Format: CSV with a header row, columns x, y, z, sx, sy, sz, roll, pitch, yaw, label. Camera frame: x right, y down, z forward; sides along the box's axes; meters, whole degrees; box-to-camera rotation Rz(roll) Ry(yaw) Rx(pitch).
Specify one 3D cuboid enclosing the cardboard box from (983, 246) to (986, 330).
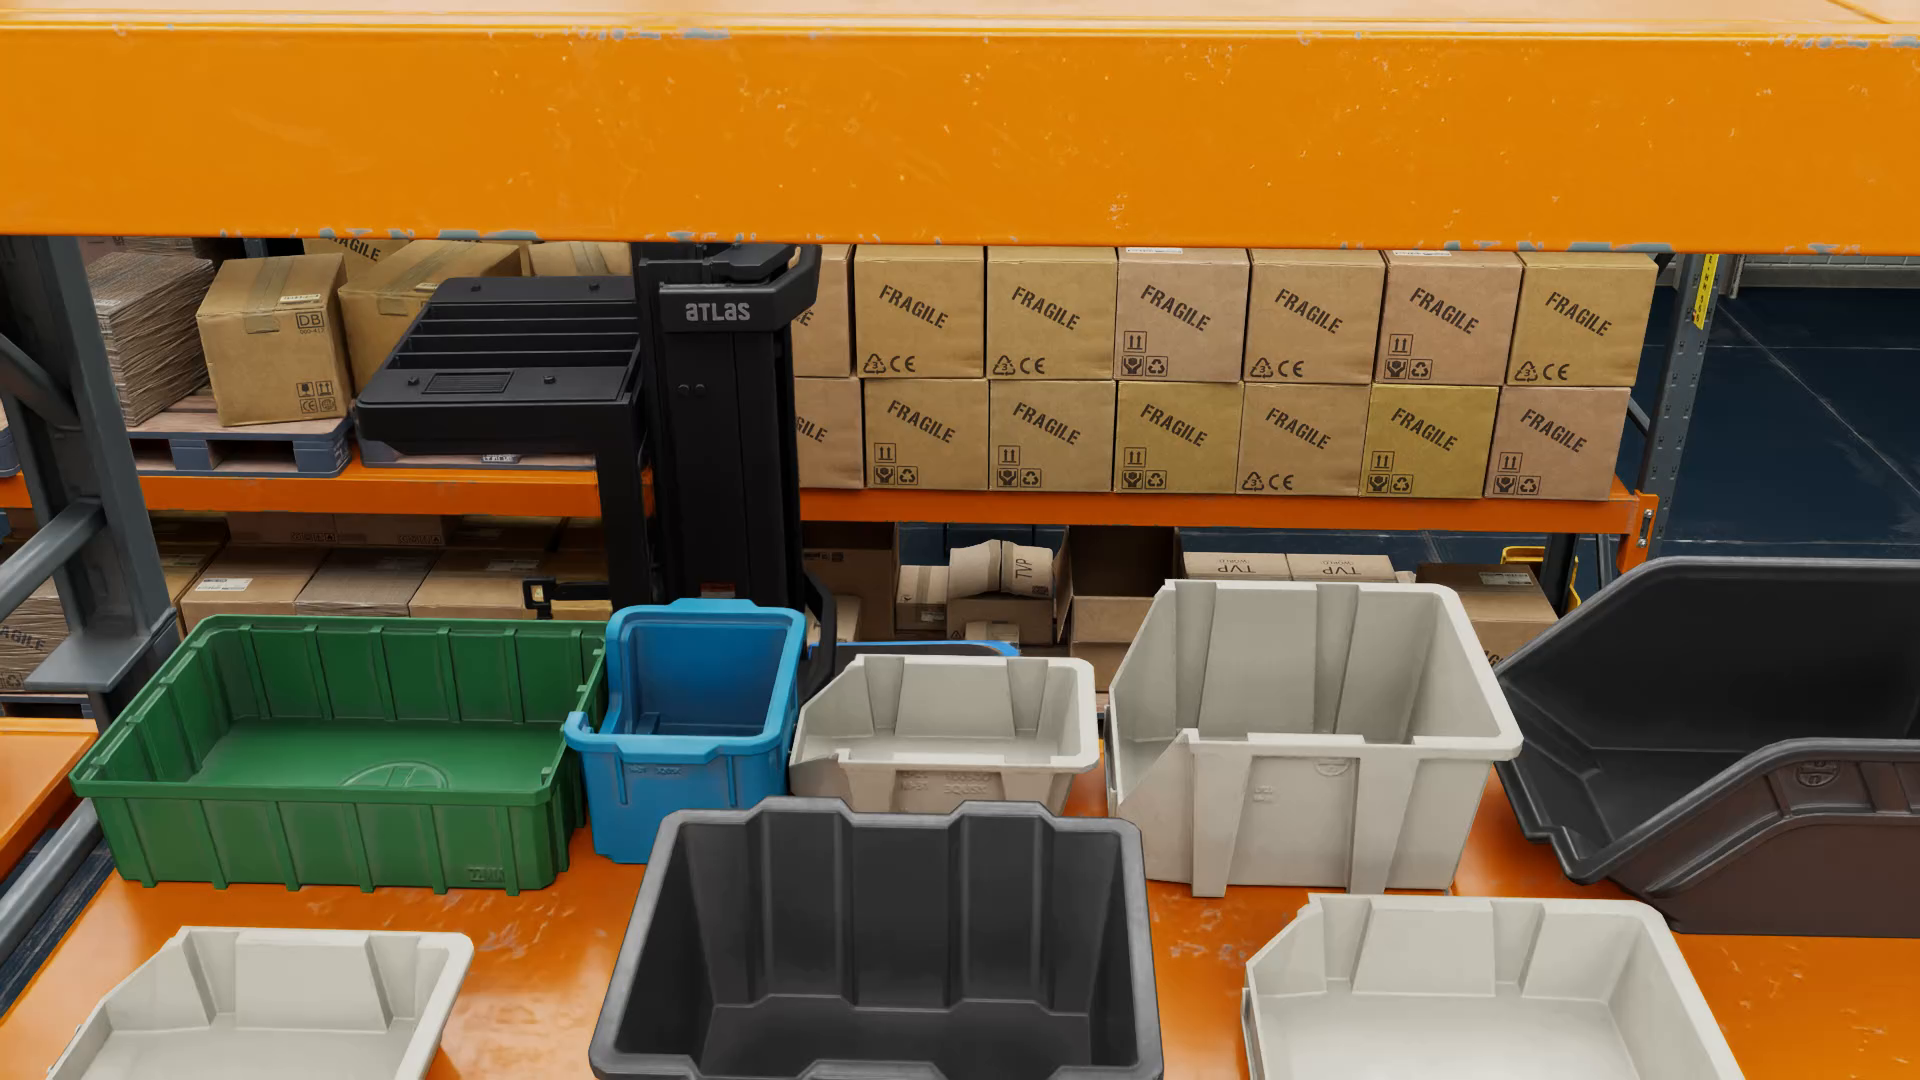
x,y,z,sx,sy,sz,roll,pitch,yaw,label
-0.107,-1.232,7.198,0.500,0.500,0.500,0,28,1,cardboard box

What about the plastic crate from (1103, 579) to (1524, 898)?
x,y,z,sx,sy,sz,roll,pitch,yaw,label
0.481,0.290,2.425,0.530,0.282,0.437,1,28,2,plastic crate

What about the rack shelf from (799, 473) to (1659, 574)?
x,y,z,sx,sy,sz,roll,pitch,yaw,label
0.865,-0.290,7.362,4.000,0.370,1.077,1,28,2,rack shelf

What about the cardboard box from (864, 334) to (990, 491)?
x,y,z,sx,sy,sz,roll,pitch,yaw,label
-0.122,-0.542,6.963,0.500,0.500,0.500,1,28,3,cardboard box

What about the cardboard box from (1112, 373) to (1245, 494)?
x,y,z,sx,sy,sz,roll,pitch,yaw,label
0.886,-0.525,6.931,0.500,0.500,0.500,1,28,1,cardboard box

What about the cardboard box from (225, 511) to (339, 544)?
x,y,z,sx,sy,sz,roll,pitch,yaw,label
-3.109,-0.209,7.840,0.500,0.250,0.500,0,28,1,cardboard box

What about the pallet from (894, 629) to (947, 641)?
x,y,z,sx,sy,sz,roll,pitch,yaw,label
-0.447,0.603,7.887,1.213,0.211,1.003,1,28,2,pallet

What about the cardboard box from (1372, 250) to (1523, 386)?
x,y,z,sx,sy,sz,roll,pitch,yaw,label
1.904,-0.947,6.660,0.500,0.500,0.500,2,28,3,cardboard box

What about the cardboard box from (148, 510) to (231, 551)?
x,y,z,sx,sy,sz,roll,pitch,yaw,label
-3.671,0.117,8.025,0.500,0.500,0.500,0,28,0,cardboard box

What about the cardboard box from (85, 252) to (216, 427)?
x,y,z,sx,sy,sz,roll,pitch,yaw,label
-3.590,-0.875,7.142,0.500,0.500,0.700,6,29,11,cardboard box

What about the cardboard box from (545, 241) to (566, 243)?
x,y,z,sx,sy,sz,roll,pitch,yaw,label
-2.505,-2.159,11.966,0.750,0.750,0.750,2,28,3,cardboard box

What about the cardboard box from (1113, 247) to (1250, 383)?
x,y,z,sx,sy,sz,roll,pitch,yaw,label
0.873,-0.962,6.688,0.500,0.500,0.500,2,28,3,cardboard box

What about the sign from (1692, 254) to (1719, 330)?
x,y,z,sx,sy,sz,roll,pitch,yaw,label
2.824,-0.966,6.297,0.005,0.325,0.100,1,28,2,sign

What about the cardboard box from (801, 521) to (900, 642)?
x,y,z,sx,sy,sz,roll,pitch,yaw,label
-0.554,0.146,7.971,0.500,0.500,0.500,1,28,2,cardboard box

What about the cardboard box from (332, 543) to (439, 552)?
x,y,z,sx,sy,sz,roll,pitch,yaw,label
-2.641,0.132,7.998,0.500,0.500,0.500,1,28,2,cardboard box

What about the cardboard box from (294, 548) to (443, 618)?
x,y,z,sx,sy,sz,roll,pitch,yaw,label
-2.632,0.375,7.540,0.500,0.500,0.500,1,28,2,cardboard box

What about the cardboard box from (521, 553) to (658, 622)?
x,y,z,sx,sy,sz,roll,pitch,yaw,label
-1.637,0.395,7.501,0.500,0.500,0.500,1,28,2,cardboard box

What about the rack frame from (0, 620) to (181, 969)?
x,y,z,sx,sy,sz,roll,pitch,yaw,label
-1.312,1.678,2.883,0.127,3.000,1.000,1,28,2,rack frame

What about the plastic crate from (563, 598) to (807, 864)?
x,y,z,sx,sy,sz,roll,pitch,yaw,label
-0.391,0.292,2.473,0.300,0.233,0.416,1,28,2,plastic crate

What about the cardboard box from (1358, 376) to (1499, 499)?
x,y,z,sx,sy,sz,roll,pitch,yaw,label
1.888,-0.506,6.895,0.500,0.500,0.500,1,28,2,cardboard box

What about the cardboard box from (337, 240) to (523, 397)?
x,y,z,sx,sy,sz,roll,pitch,yaw,label
-2.289,-0.965,7.312,0.500,0.500,0.700,5,28,10,cardboard box

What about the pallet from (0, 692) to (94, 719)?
x,y,z,sx,sy,sz,roll,pitch,yaw,label
-4.386,0.555,7.977,1.213,0.211,1.003,1,28,2,pallet

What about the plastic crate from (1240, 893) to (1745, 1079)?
x,y,z,sx,sy,sz,roll,pitch,yaw,label
0.612,0.617,1.962,0.530,0.136,0.437,1,28,2,plastic crate

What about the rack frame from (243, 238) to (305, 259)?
x,y,z,sx,sy,sz,roll,pitch,yaw,label
-4.960,-3.026,11.755,0.127,3.000,1.000,1,28,2,rack frame

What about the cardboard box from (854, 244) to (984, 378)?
x,y,z,sx,sy,sz,roll,pitch,yaw,label
-0.157,-0.979,6.720,0.500,0.500,0.500,0,28,0,cardboard box

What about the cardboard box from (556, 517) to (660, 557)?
x,y,z,sx,sy,sz,roll,pitch,yaw,label
-1.608,0.147,7.969,0.500,0.500,0.500,0,28,-1,cardboard box

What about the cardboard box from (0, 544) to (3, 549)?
x,y,z,sx,sy,sz,roll,pitch,yaw,label
-4.686,0.344,7.597,0.500,0.500,0.500,2,28,4,cardboard box

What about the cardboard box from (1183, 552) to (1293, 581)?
x,y,z,sx,sy,sz,roll,pitch,yaw,label
1.331,0.287,7.971,0.500,0.250,0.500,1,28,2,cardboard box

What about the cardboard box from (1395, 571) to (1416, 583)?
x,y,z,sx,sy,sz,roll,pitch,yaw,label
2.208,0.311,8.016,0.250,0.166,0.380,1,28,2,cardboard box

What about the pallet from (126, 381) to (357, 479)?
x,y,z,sx,sy,sz,roll,pitch,yaw,label
-3.187,-0.592,7.369,1.213,0.211,1.003,1,28,2,pallet

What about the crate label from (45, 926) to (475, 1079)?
x,y,z,sx,sy,sz,roll,pitch,yaw,label
-0.833,0.612,1.971,0.466,0.136,0.293,1,28,2,crate label

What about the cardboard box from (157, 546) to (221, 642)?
x,y,z,sx,sy,sz,roll,pitch,yaw,label
-3.662,0.361,7.565,0.500,0.500,0.500,1,28,1,cardboard box

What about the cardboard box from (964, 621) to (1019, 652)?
x,y,z,sx,sy,sz,roll,pitch,yaw,label
0.143,0.534,7.595,0.250,0.166,0.380,1,28,2,cardboard box

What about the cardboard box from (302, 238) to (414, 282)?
x,y,z,sx,sy,sz,roll,pitch,yaw,label
-4.230,-2.188,12.022,0.750,0.750,0.750,1,28,1,cardboard box

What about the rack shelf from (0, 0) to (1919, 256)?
x,y,z,sx,sy,sz,roll,pitch,yaw,label
0.687,-0.445,1.677,4.000,0.370,1.077,1,28,2,rack shelf

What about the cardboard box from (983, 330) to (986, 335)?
x,y,z,sx,sy,sz,roll,pitch,yaw,label
-0.110,-0.789,7.429,0.500,0.500,0.500,2,28,3,cardboard box

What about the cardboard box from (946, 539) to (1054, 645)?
x,y,z,sx,sy,sz,roll,pitch,yaw,label
0.195,0.242,7.992,0.500,0.311,0.500,1,28,2,cardboard box

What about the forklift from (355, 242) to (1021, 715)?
x,y,z,sx,sy,sz,roll,pitch,yaw,label
-1.258,0.272,5.607,3.031,2.935,1.130,-1,28,-2,forklift

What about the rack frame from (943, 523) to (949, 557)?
x,y,z,sx,sy,sz,roll,pitch,yaw,label
-0.078,-0.929,8.761,0.015,2.100,0.400,1,28,2,rack frame

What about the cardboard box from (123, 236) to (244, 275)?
x,y,z,sx,sy,sz,roll,pitch,yaw,label
-5.681,-2.103,12.214,0.500,0.500,0.700,1,28,3,cardboard box

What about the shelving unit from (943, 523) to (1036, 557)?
x,y,z,sx,sy,sz,roll,pitch,yaw,label
0.165,-0.925,8.753,0.503,2.100,0.431,1,28,2,shelving unit

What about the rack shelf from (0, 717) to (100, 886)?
x,y,z,sx,sy,sz,roll,pitch,yaw,label
-3.311,0.637,2.411,4.000,0.370,1.077,1,28,2,rack shelf
